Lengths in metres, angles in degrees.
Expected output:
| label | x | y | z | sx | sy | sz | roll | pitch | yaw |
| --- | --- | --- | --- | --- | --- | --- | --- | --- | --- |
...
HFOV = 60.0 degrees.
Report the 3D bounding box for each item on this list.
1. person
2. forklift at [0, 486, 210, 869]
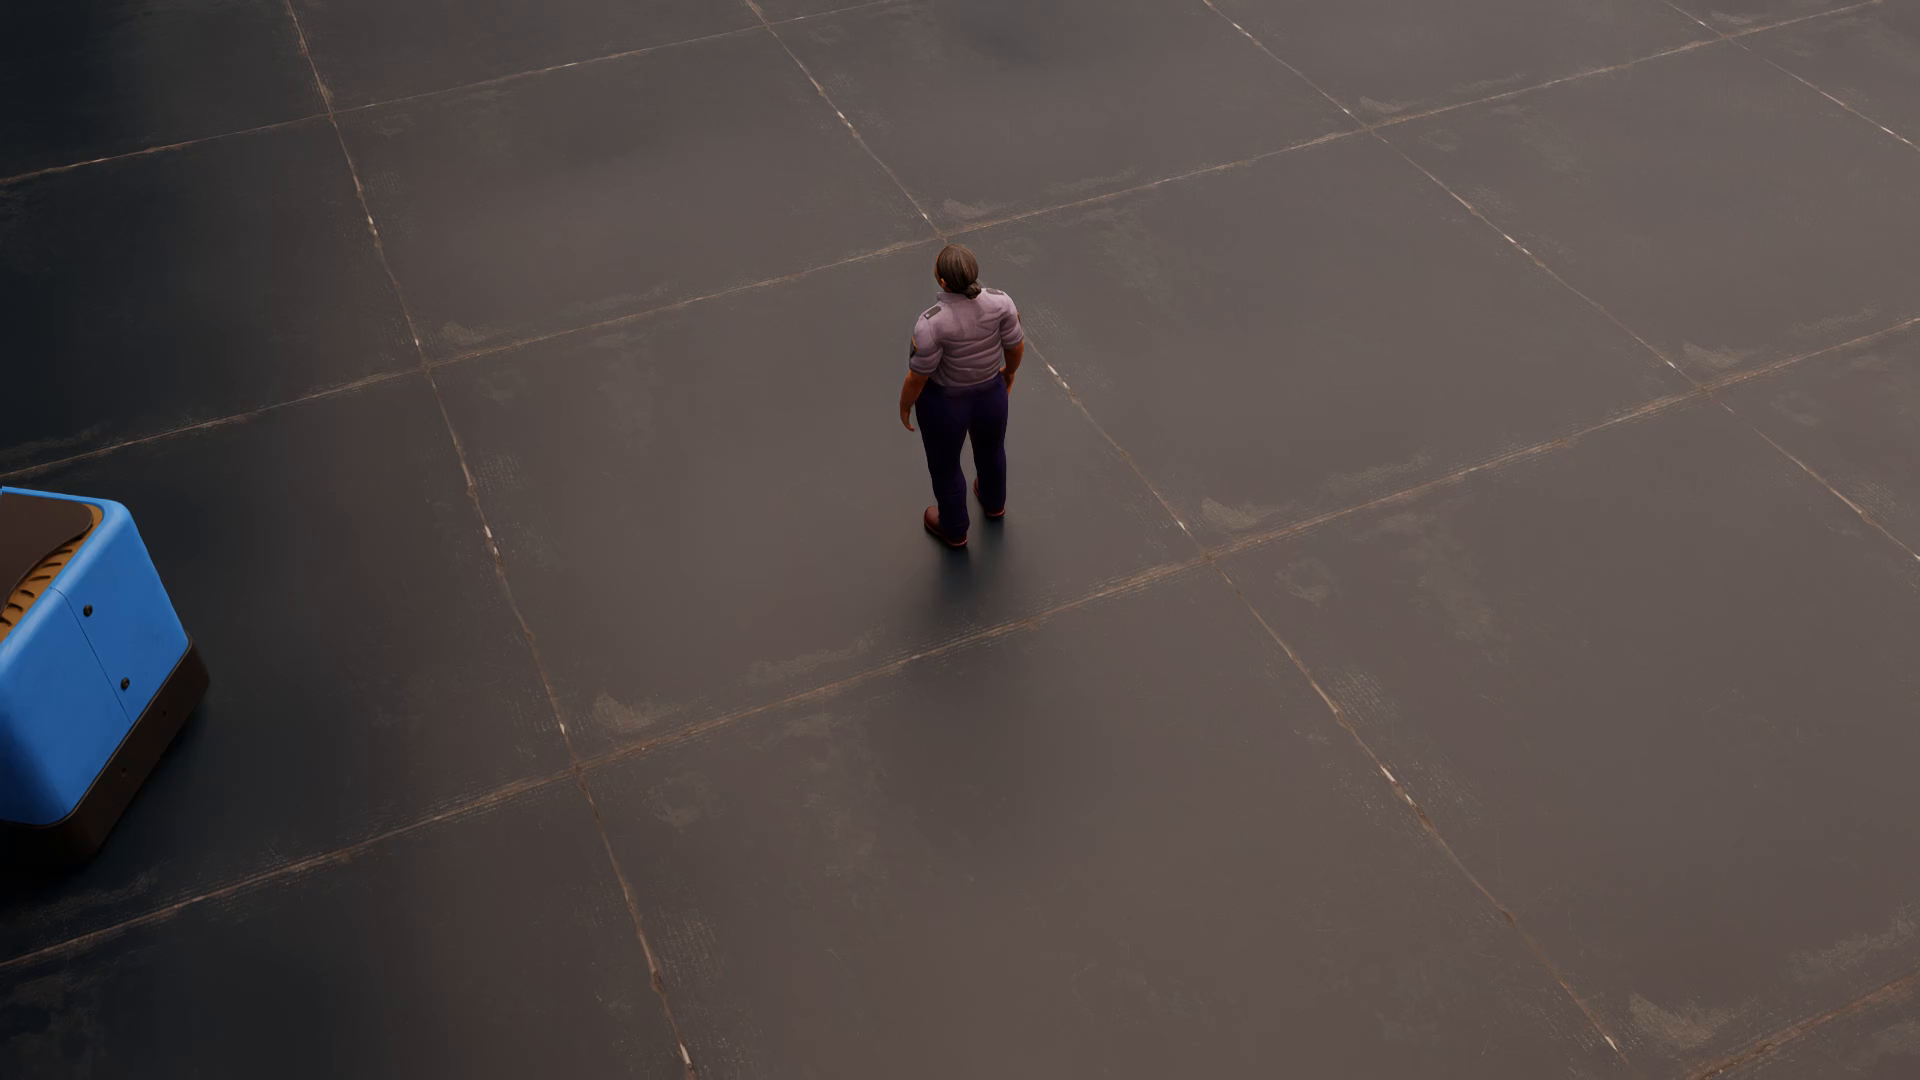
| label | x | y | z | sx | sy | sz | roll | pitch | yaw |
| --- | --- | --- | --- | --- | --- | --- | --- | --- | --- |
| person | -0.017 | -0.667 | 7.331 | 0.598 | 1.643 | 0.502 | -18 | 46 | -18 |
| forklift | -4.755 | -0.288 | 5.989 | 3.031 | 2.935 | 1.130 | 7 | 43 | 7 |
